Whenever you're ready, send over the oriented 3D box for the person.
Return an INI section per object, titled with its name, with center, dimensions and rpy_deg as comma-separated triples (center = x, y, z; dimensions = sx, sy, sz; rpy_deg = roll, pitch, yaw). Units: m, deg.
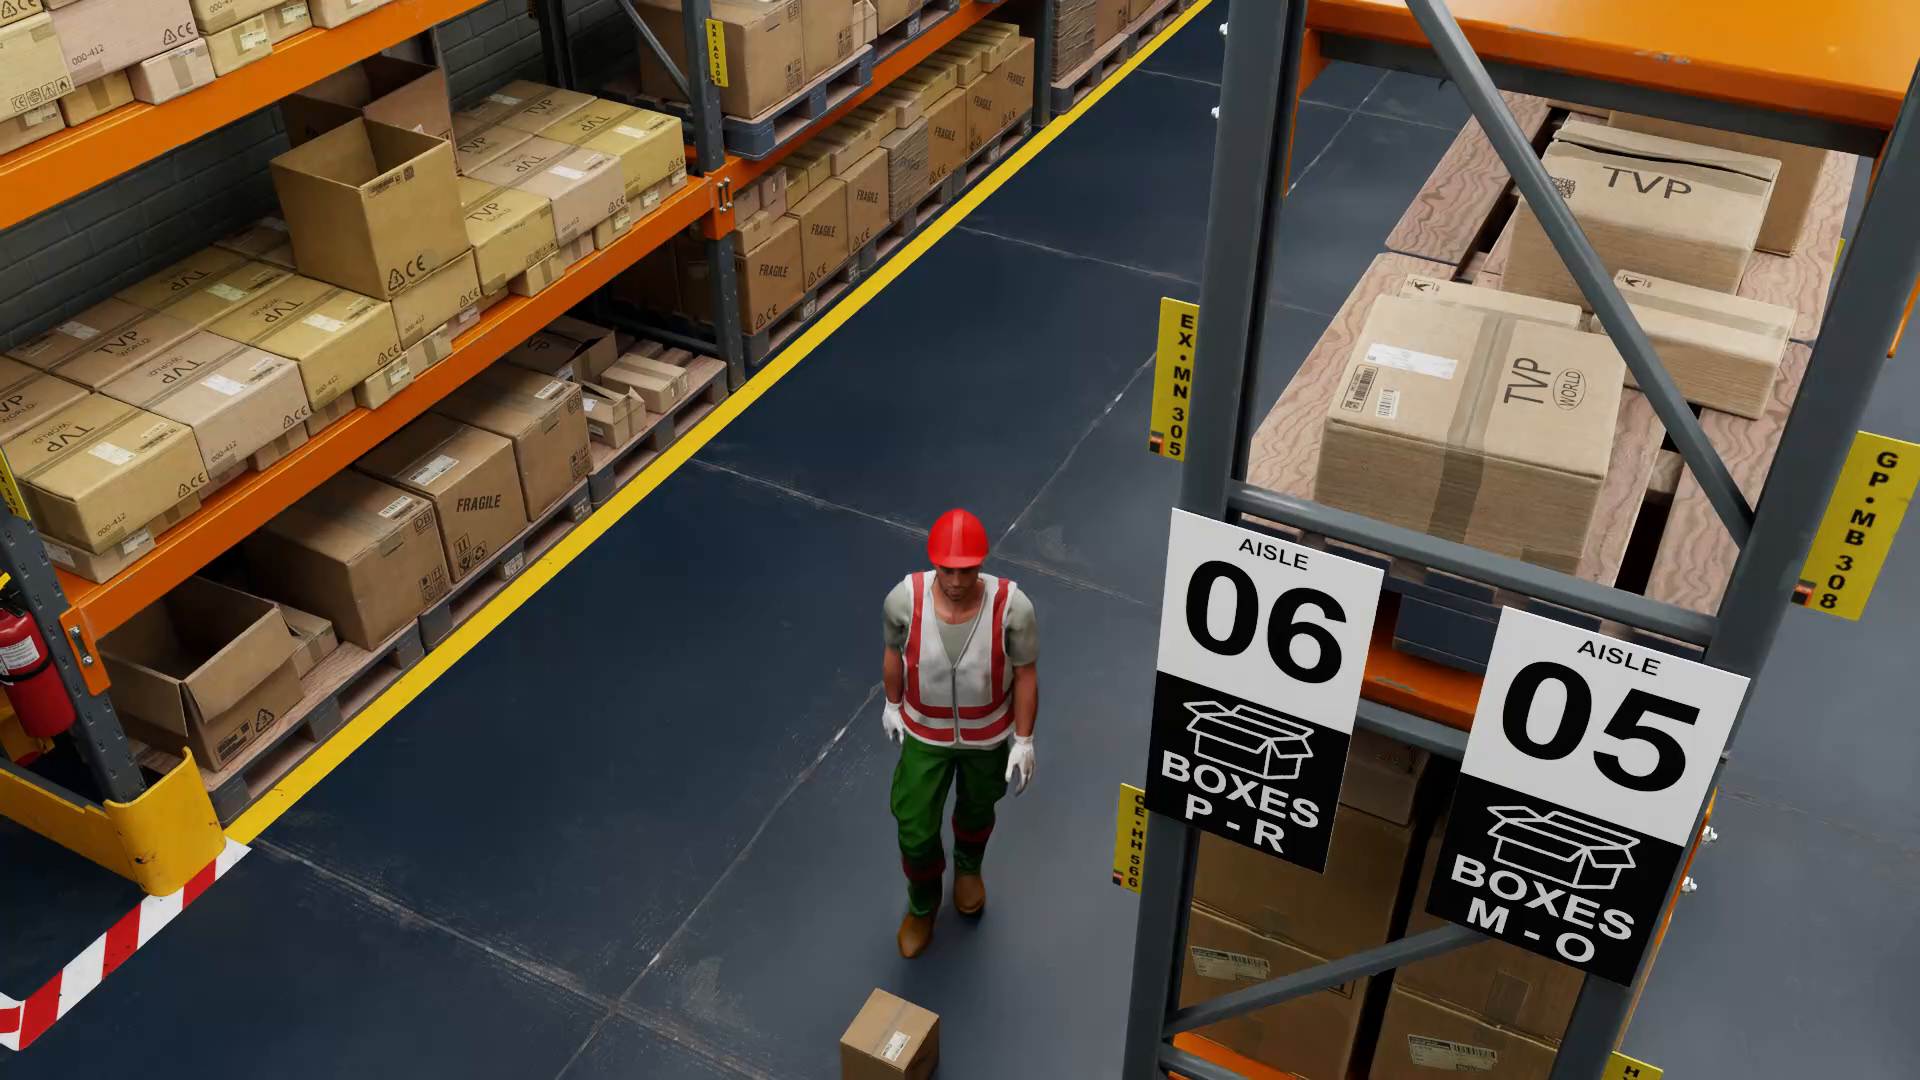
[person]
center = -0.004, 0.703, 5.815
dimensions = 0.547, 1.835, 0.472
rpy_deg = 0, 38, 0
